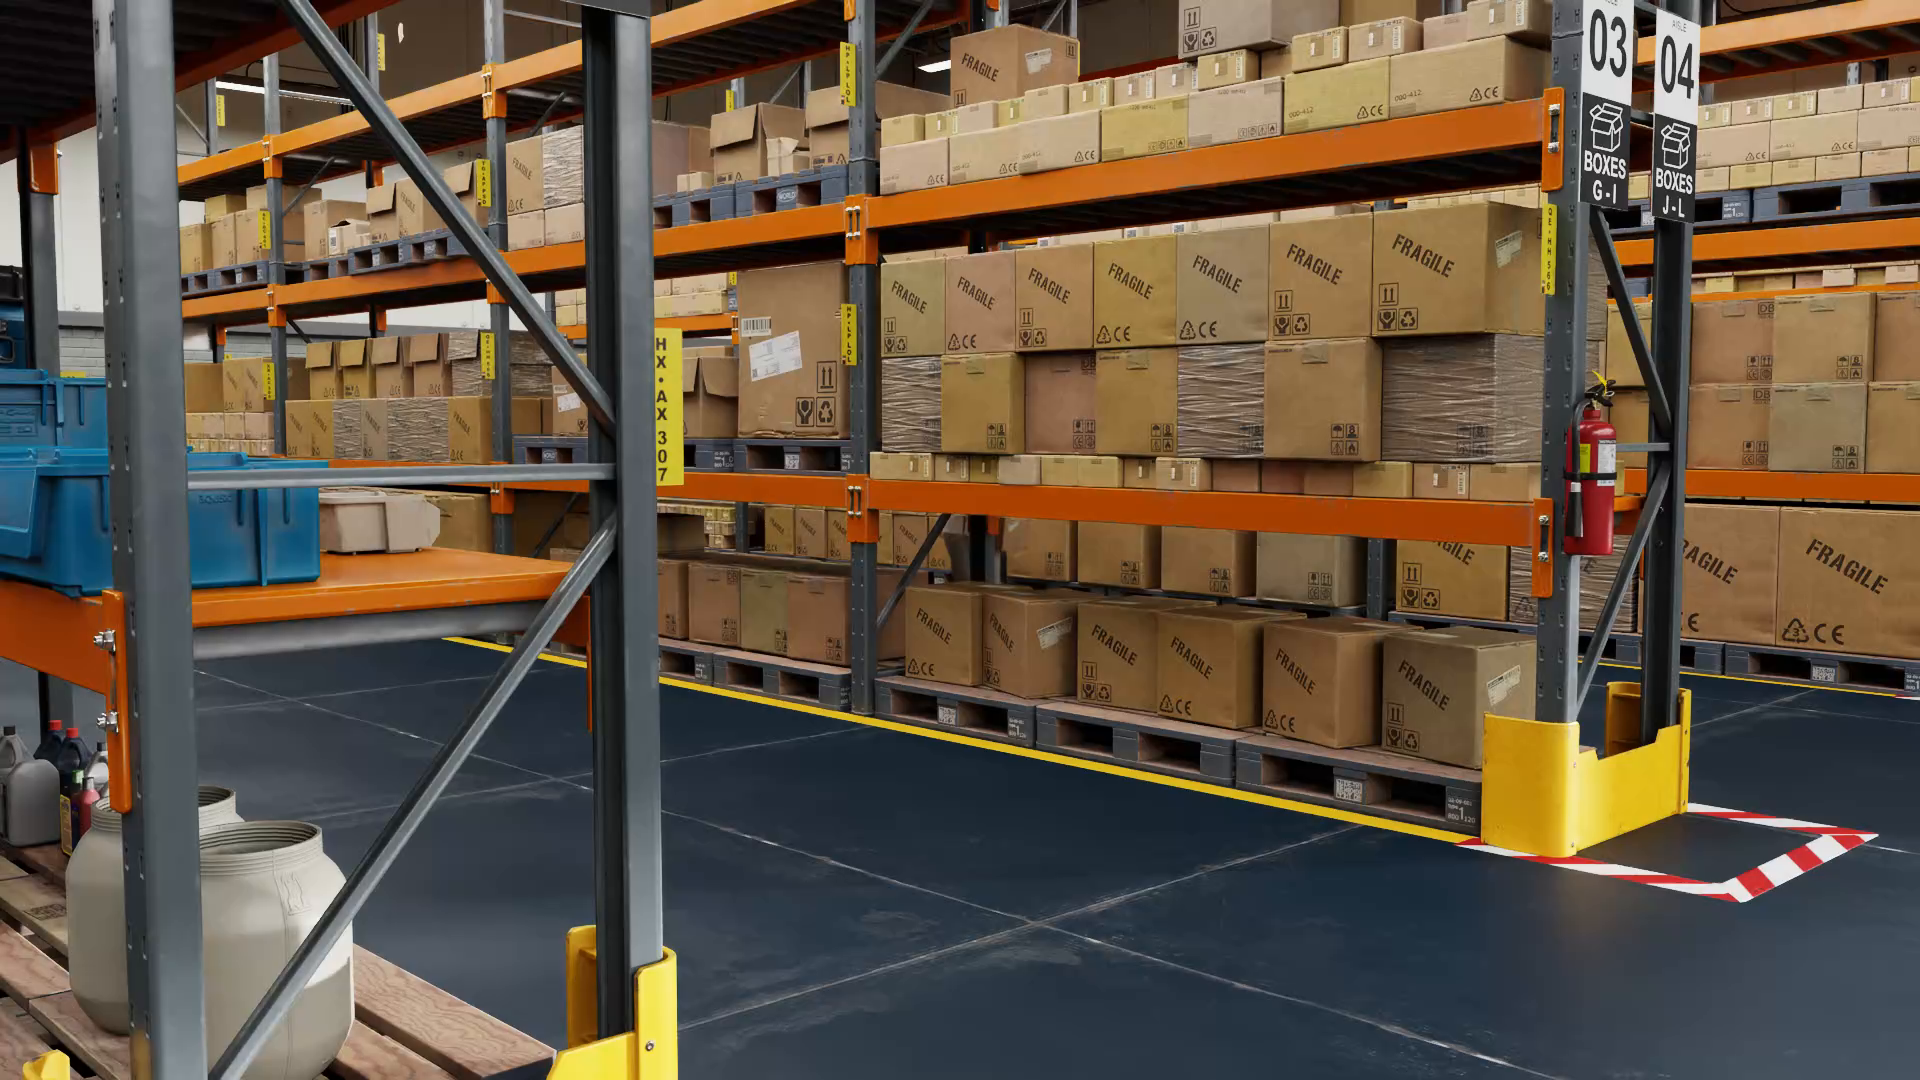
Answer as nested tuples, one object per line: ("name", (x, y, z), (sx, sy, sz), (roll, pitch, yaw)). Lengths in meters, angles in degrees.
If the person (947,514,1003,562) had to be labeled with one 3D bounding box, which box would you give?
("person", (0.127, -0.004, 11.111), (0.315, 1.657, 0.511), (4, 6, 44))
